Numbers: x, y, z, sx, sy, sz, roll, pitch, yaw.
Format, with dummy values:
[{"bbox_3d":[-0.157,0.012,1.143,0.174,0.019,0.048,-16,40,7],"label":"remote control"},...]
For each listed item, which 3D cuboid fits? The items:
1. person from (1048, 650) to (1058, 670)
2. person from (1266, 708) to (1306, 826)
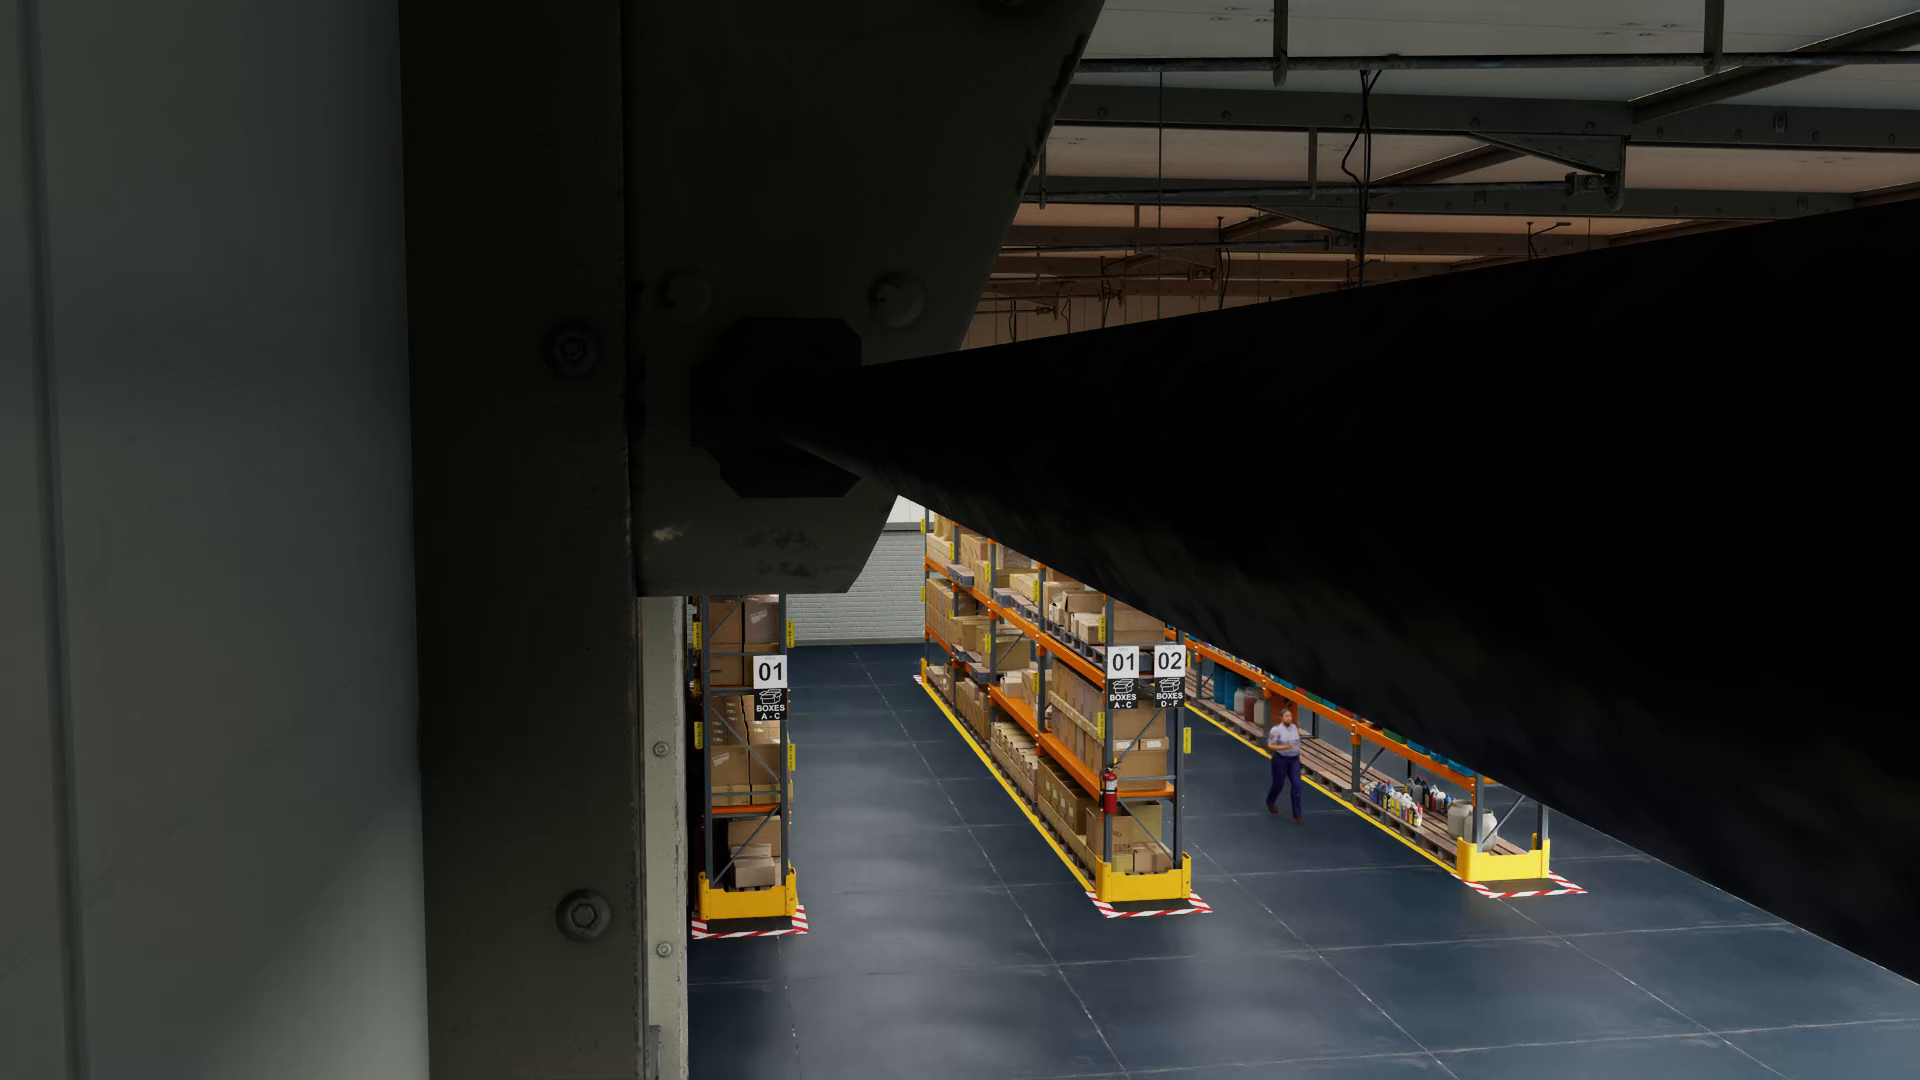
[{"bbox_3d":[1.855,2.103,35.555,0.718,1.733,0.667,-1,5,-14],"label":"person"},{"bbox_3d":[4.820,3.325,24.646,0.598,1.672,0.874,-1,5,-16],"label":"person"}]
